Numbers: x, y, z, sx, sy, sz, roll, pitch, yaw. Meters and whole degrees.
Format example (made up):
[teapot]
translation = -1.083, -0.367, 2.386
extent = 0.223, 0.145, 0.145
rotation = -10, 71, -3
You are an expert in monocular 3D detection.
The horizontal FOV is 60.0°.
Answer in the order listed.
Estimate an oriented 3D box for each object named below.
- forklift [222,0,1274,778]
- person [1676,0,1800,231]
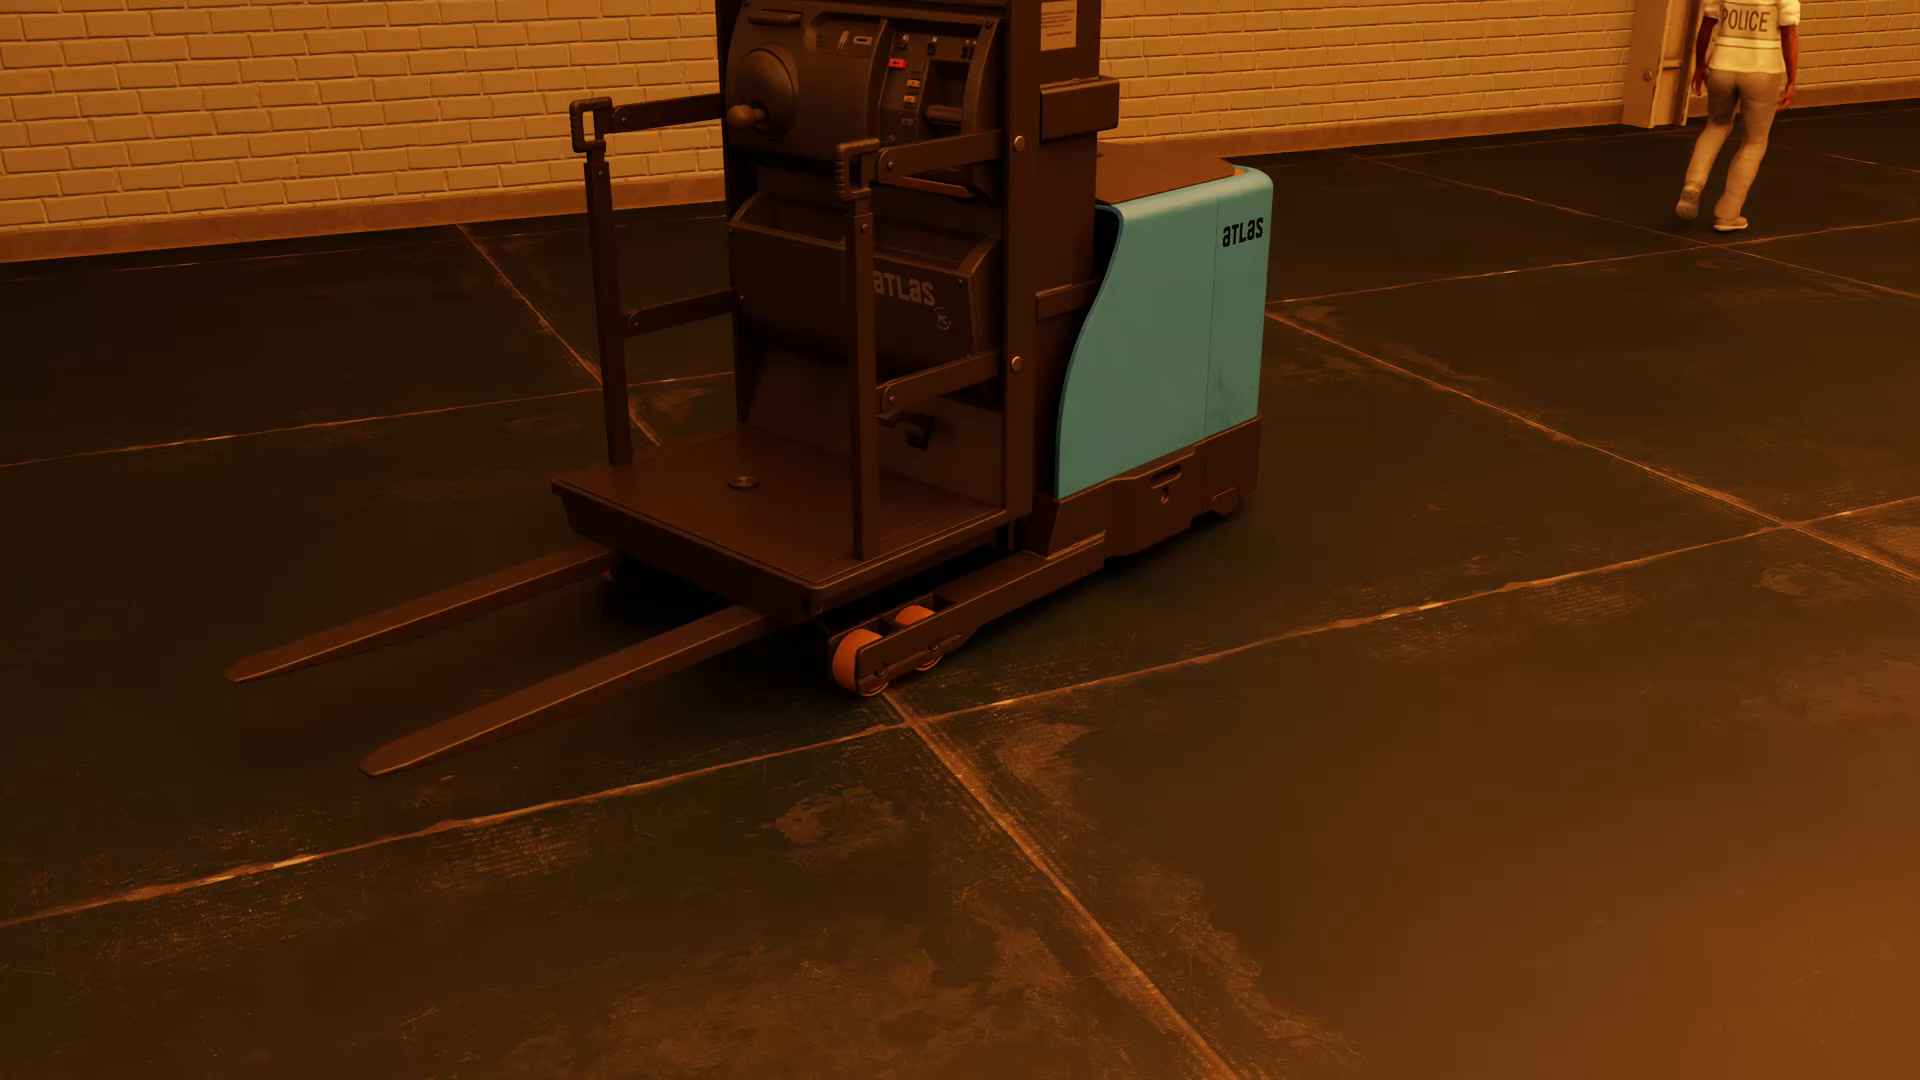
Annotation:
[forklift]
translation = -0.413, -1.182, 4.131
extent = 1.130, 2.935, 3.031
rotation = 19, 29, 39
[person]
translation = 4.288, -2.532, 9.056
extent = 0.453, 1.649, 0.588
rotation = -20, 30, -39
